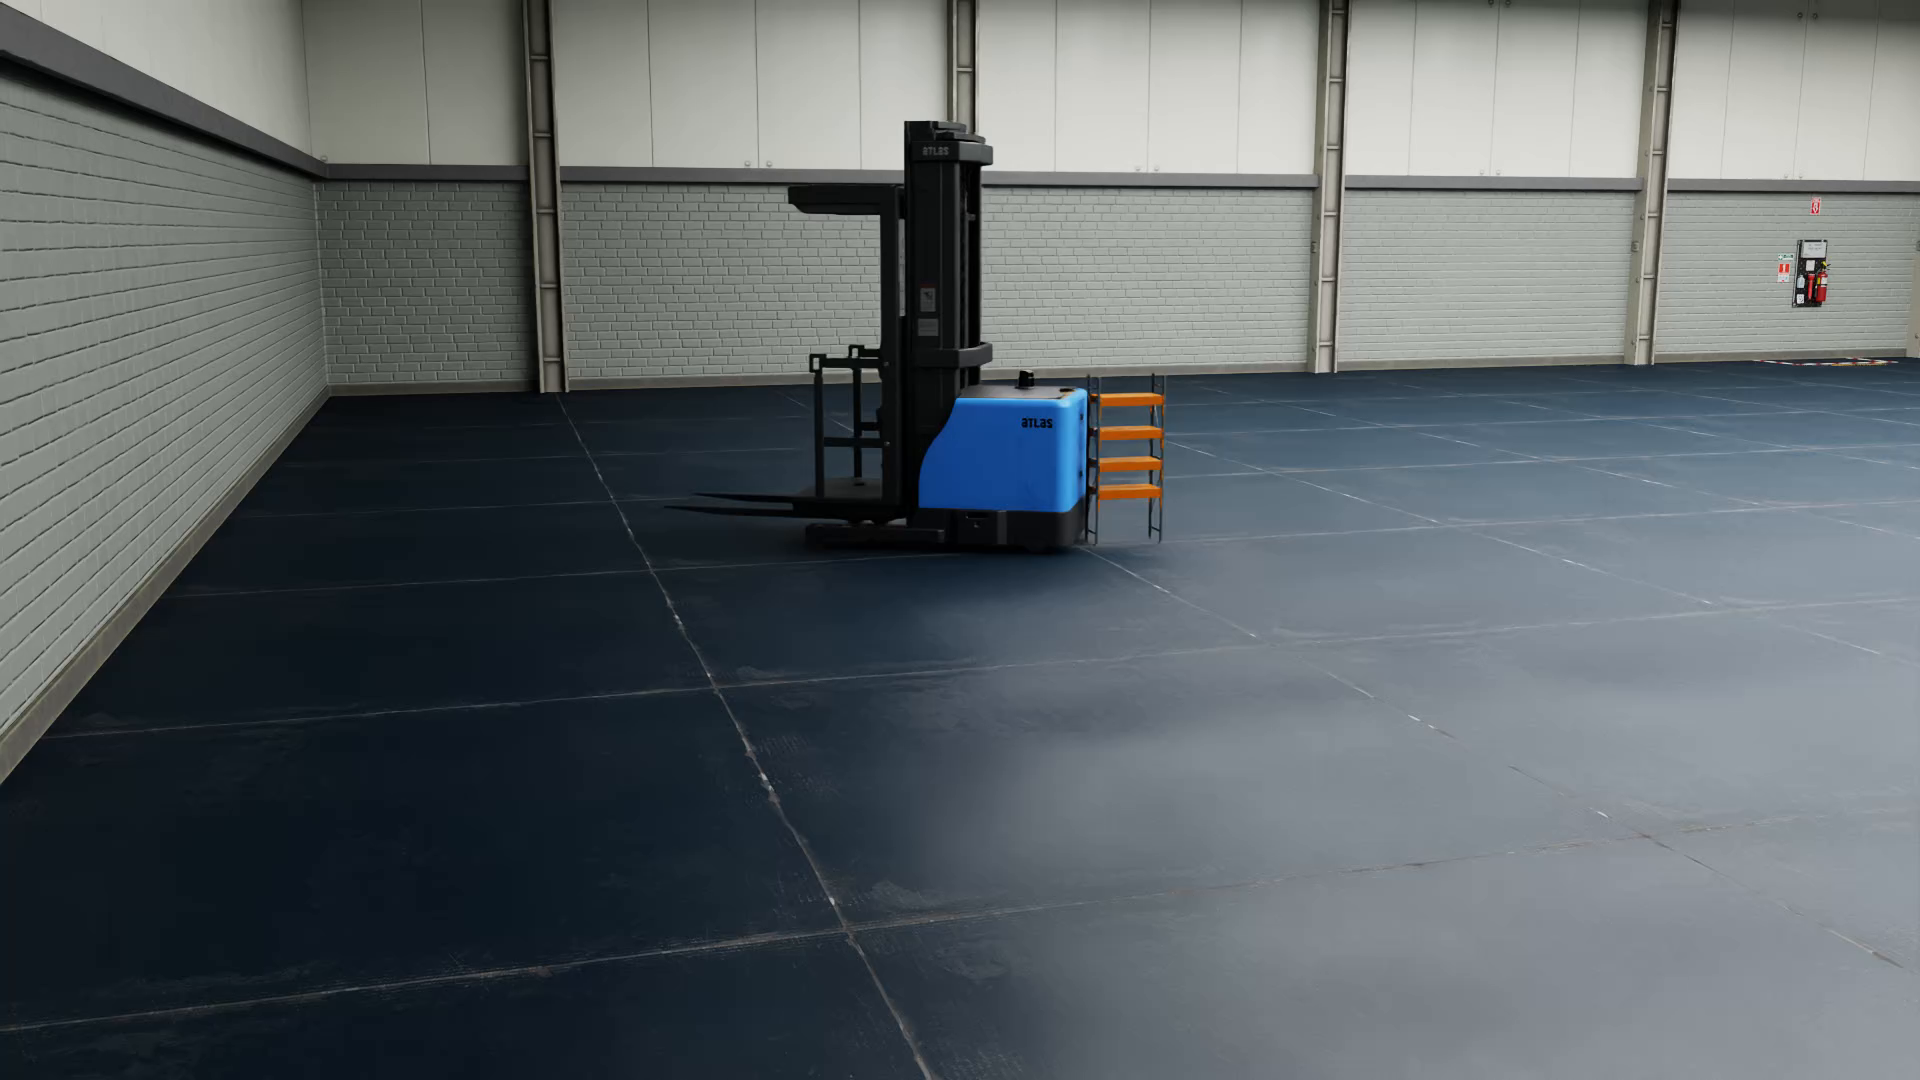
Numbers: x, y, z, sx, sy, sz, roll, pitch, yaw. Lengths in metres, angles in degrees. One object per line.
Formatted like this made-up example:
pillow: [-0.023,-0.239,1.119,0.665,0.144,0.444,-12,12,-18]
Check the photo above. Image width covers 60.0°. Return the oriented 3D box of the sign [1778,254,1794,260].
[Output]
sign: [14.392,-4.930,28.978,0.331,0.109,0.001,-3,11,-16]

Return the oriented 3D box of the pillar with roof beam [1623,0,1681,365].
pillar with roof beam: [12.770,-6.680,23.476,0.400,9.000,9.100,-3,11,-16]

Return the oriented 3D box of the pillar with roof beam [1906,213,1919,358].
pillar with roof beam: [18.531,-6.983,25.126,0.400,9.000,9.100,-3,11,-16]

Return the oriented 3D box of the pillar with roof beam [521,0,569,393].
pillar with roof beam: [-4.512,-5.769,18.528,0.400,9.000,9.100,-3,11,-16]

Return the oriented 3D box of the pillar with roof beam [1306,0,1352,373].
pillar with roof beam: [7.009,-6.376,21.827,0.400,9.000,9.100,-3,11,-16]

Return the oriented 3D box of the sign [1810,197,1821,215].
sign: [14.909,-5.820,28.973,0.199,0.298,0.001,-3,11,-16]

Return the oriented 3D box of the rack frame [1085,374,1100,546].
rack frame: [0.941,-0.566,11.807,0.015,1.200,0.240,-3,11,-15]

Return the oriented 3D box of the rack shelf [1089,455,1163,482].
rack shelf: [1.177,-0.511,11.881,0.480,0.148,0.258,-3,11,-15]

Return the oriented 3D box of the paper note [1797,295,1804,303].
paper note: [14.755,-4.233,29.187,0.142,0.148,0.016,-3,11,-16]

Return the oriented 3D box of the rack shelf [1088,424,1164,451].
rack shelf: [1.177,-0.731,11.841,0.480,0.148,0.258,-3,11,-15]

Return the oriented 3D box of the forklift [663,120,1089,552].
forklift: [-0.621,-1.470,11.937,3.031,2.935,1.130,2,11,12]

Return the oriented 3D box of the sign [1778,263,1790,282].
sign: [14.385,-4.670,29.033,0.234,0.329,0.001,-3,11,-16]

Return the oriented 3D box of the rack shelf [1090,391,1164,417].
rack shelf: [1.177,-0.964,11.798,0.480,0.148,0.258,-3,11,-15]

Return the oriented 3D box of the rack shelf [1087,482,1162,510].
rack shelf: [1.177,-0.316,11.917,0.480,0.148,0.258,-3,11,-15]

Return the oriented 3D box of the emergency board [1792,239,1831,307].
emergency board: [14.945,-4.663,29.091,0.643,1.169,0.194,-3,11,-16]

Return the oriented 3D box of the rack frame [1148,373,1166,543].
rack frame: [1.413,-0.589,11.931,0.015,1.200,0.240,-3,11,-15]

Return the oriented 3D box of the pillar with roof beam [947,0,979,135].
pillar with roof beam: [1.249,-6.073,20.178,0.400,9.000,9.100,-3,11,-16]

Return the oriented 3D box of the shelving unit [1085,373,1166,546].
shelving unit: [1.177,-0.577,11.869,0.503,1.200,0.258,-3,11,-15]
